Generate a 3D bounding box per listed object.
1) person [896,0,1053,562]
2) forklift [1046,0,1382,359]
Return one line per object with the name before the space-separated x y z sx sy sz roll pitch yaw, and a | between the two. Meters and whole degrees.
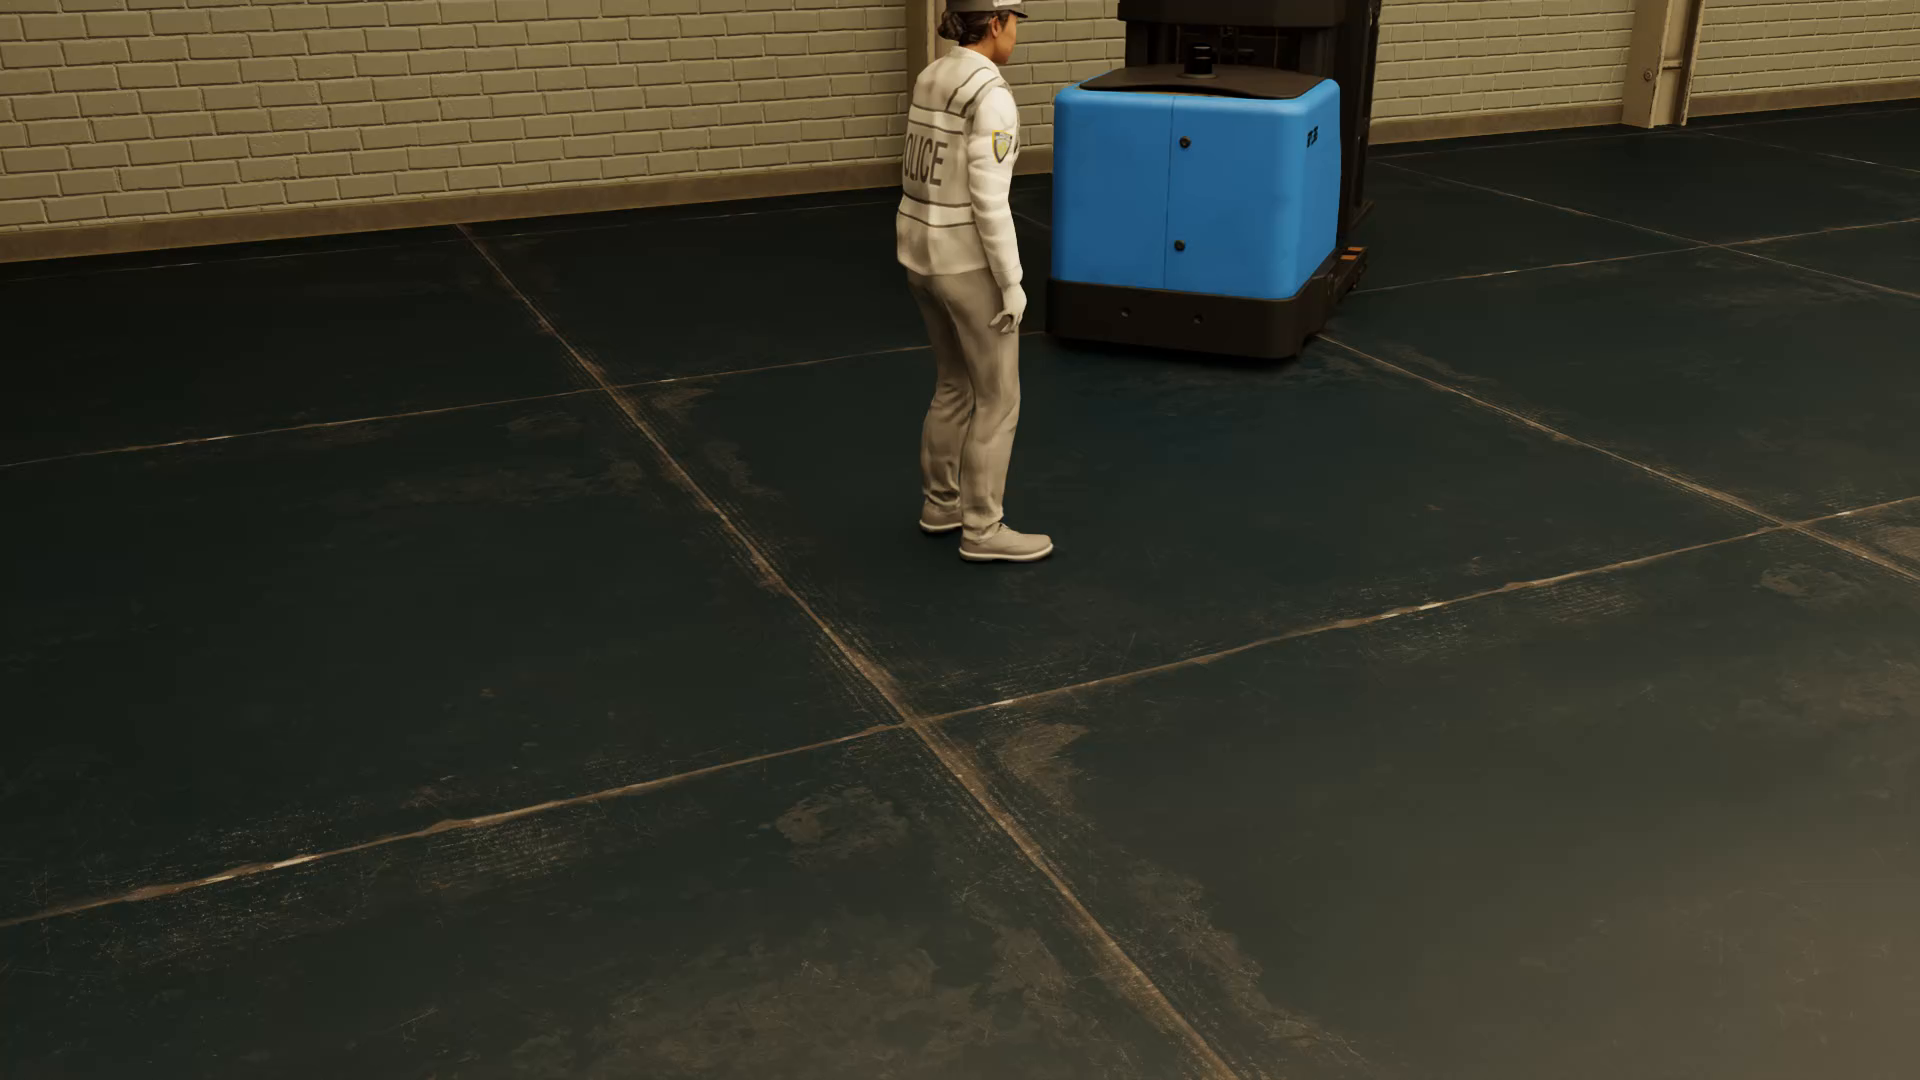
person | 0.022 -0.775 4.808 0.372 1.663 0.529 -11 25 -25
forklift | 1.374 -2.614 7.579 1.130 2.935 3.031 9 24 20
